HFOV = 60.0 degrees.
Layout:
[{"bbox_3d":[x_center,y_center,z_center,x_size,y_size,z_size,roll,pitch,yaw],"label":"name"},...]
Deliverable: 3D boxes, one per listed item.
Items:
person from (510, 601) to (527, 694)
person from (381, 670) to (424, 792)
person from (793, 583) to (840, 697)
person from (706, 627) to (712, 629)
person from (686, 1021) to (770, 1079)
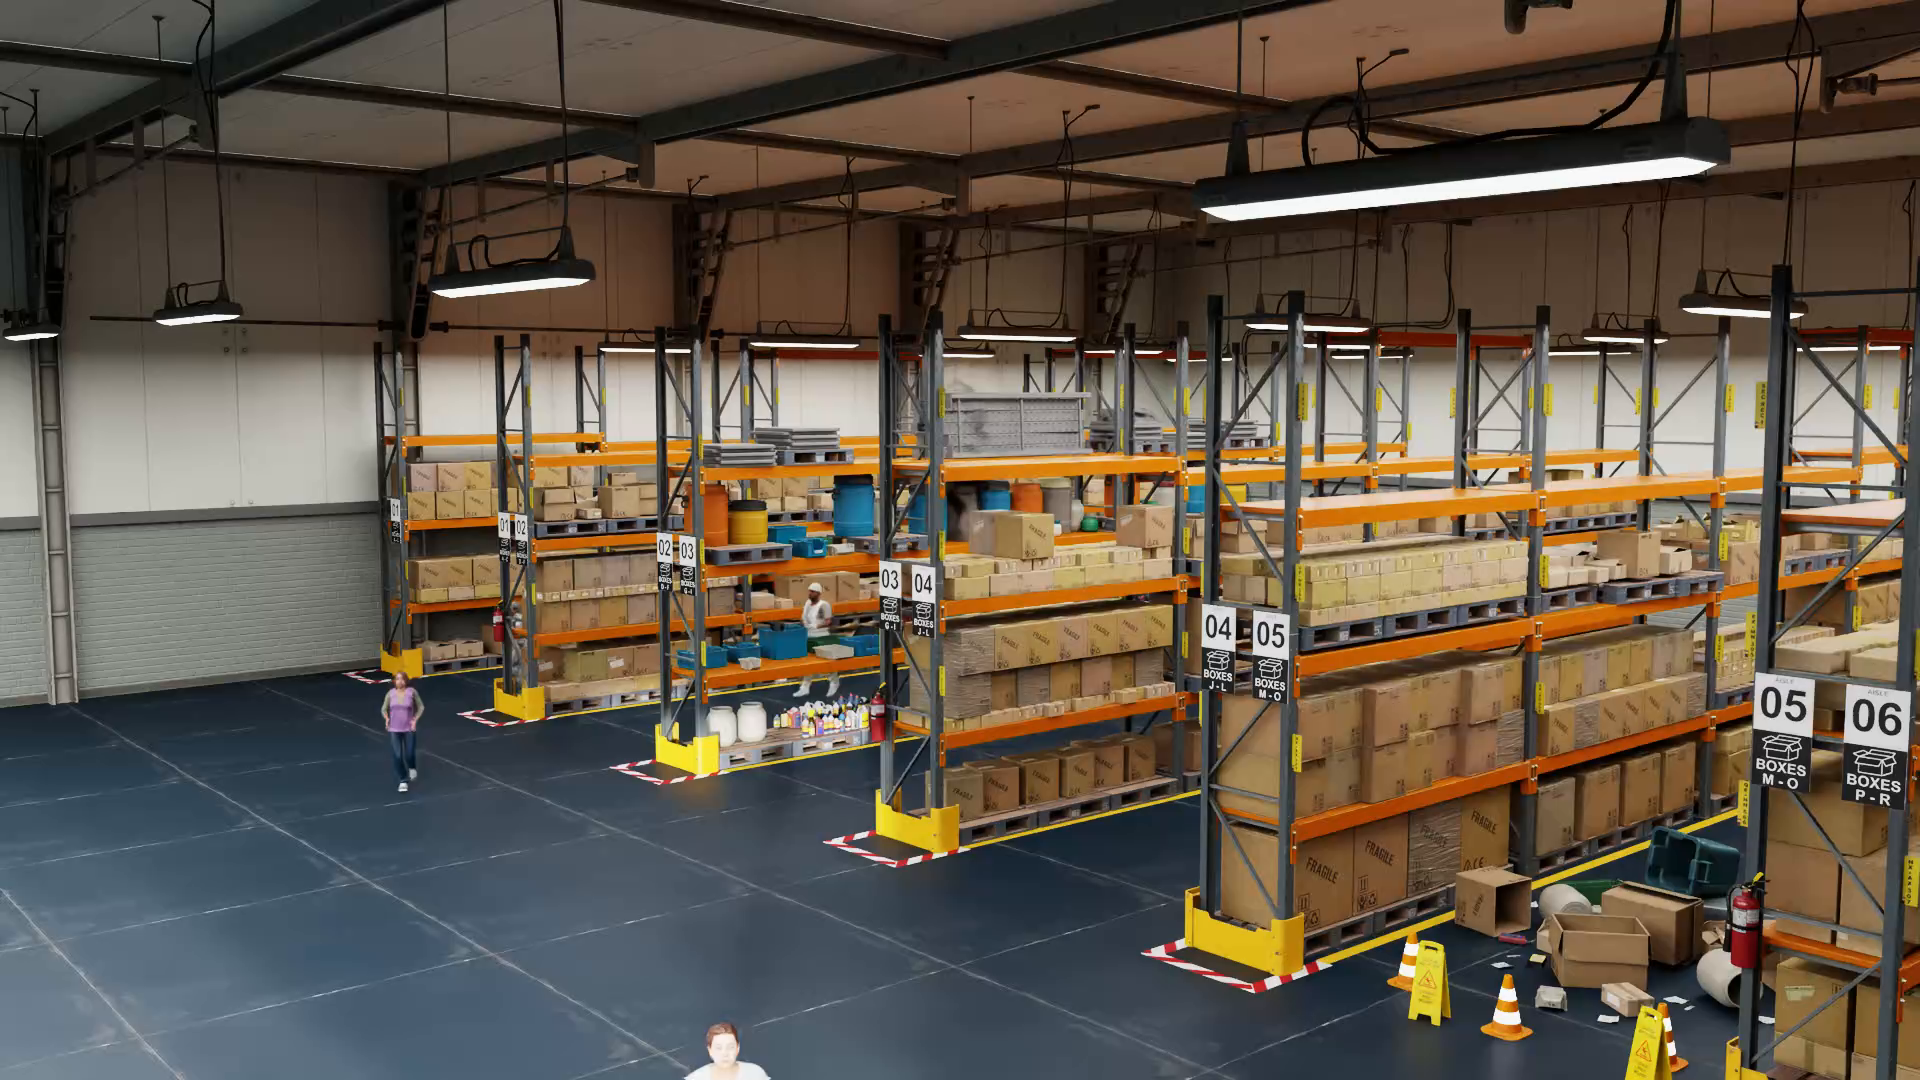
[{"bbox_3d":[-7.443,1.820,27.875,0.679,1.610,0.618,-5,7,-42],"label":"person"},{"bbox_3d":[-7.167,2.493,21.373,0.532,1.459,0.560,-1,5,-11],"label":"person"},{"bbox_3d":[-2.282,1.589,26.349,0.700,1.837,0.863,5,7,44],"label":"person"},{"bbox_3d":[-4.715,1.563,30.730,0.577,1.619,0.737,5,7,42],"label":"person"},{"bbox_3d":[-1.311,3.502,9.307,0.578,1.633,0.549,-1,5,-6],"label":"person"}]
